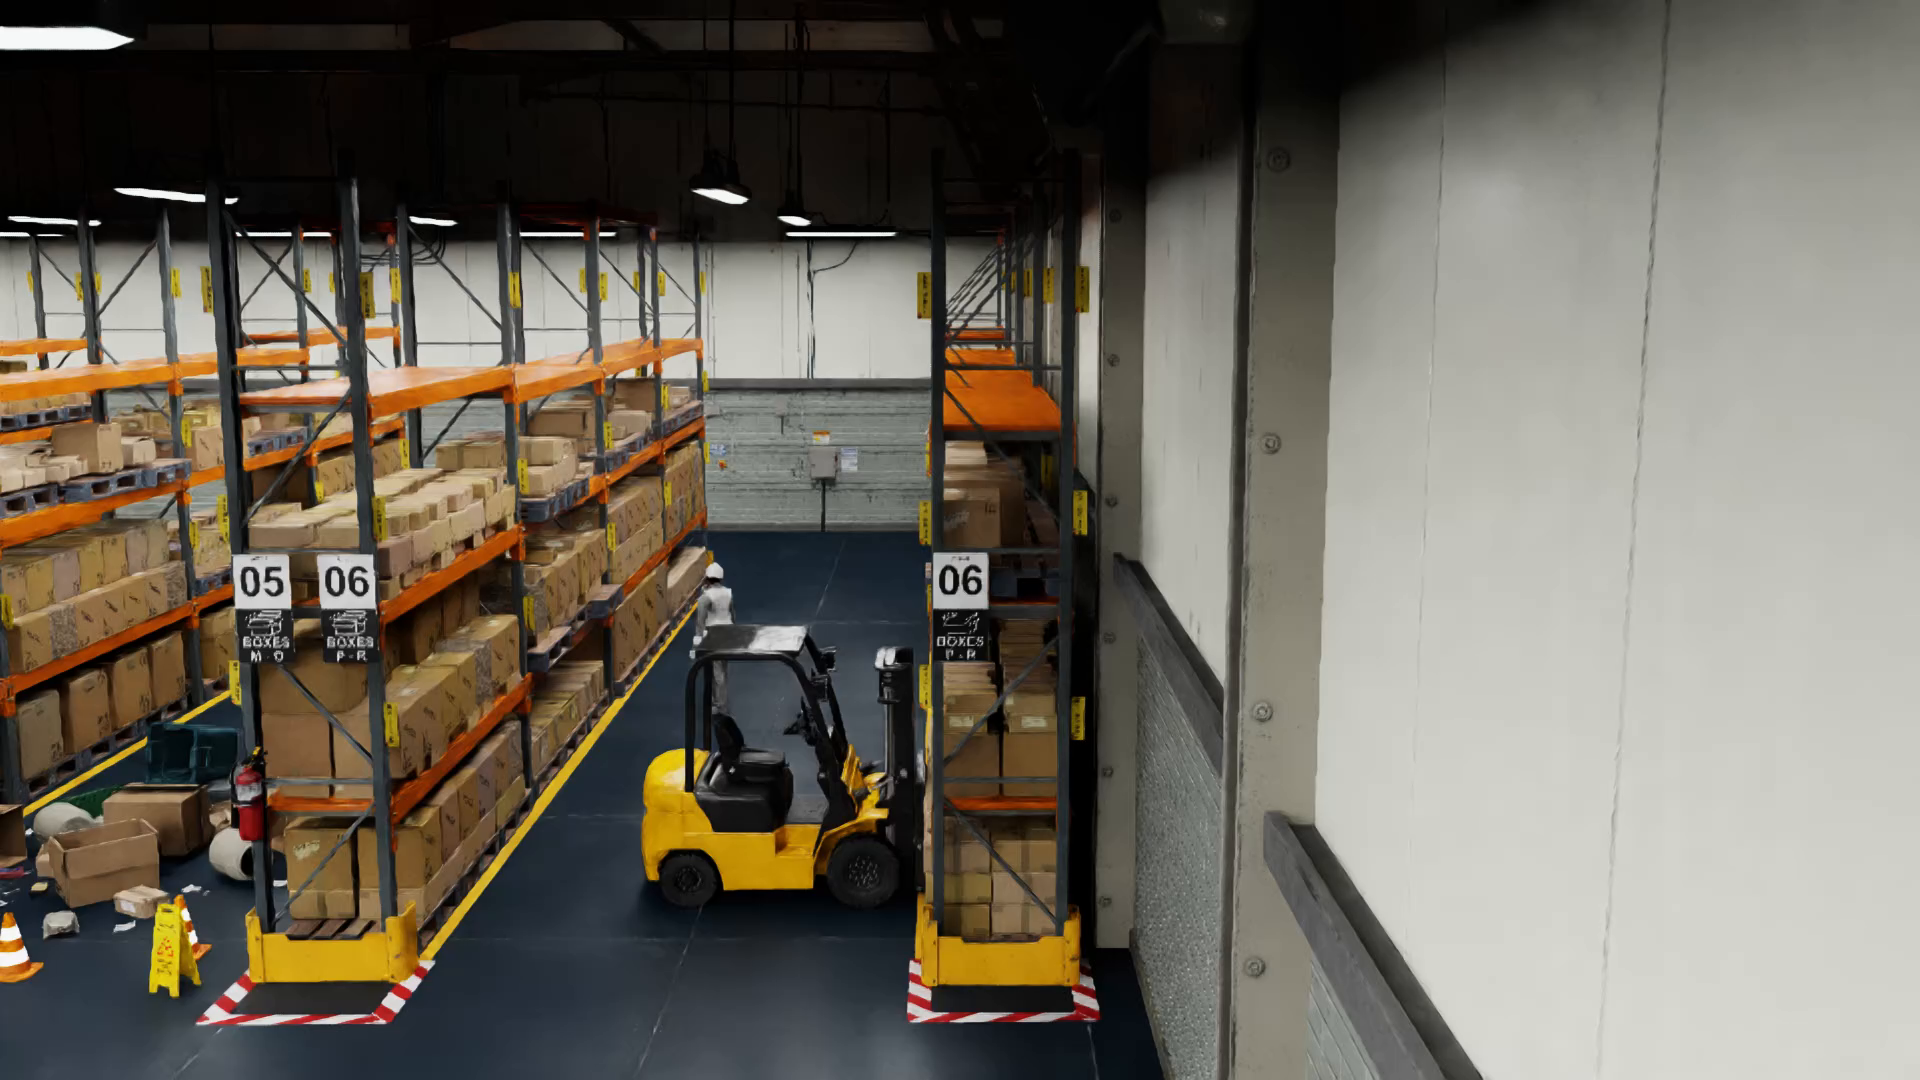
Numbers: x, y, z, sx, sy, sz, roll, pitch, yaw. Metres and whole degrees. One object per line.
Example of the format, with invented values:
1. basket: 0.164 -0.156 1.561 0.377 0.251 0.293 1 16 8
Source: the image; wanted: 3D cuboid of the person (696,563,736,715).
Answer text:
1. person: -2.913 1.139 19.704 0.576 1.768 0.626 5 11 30
